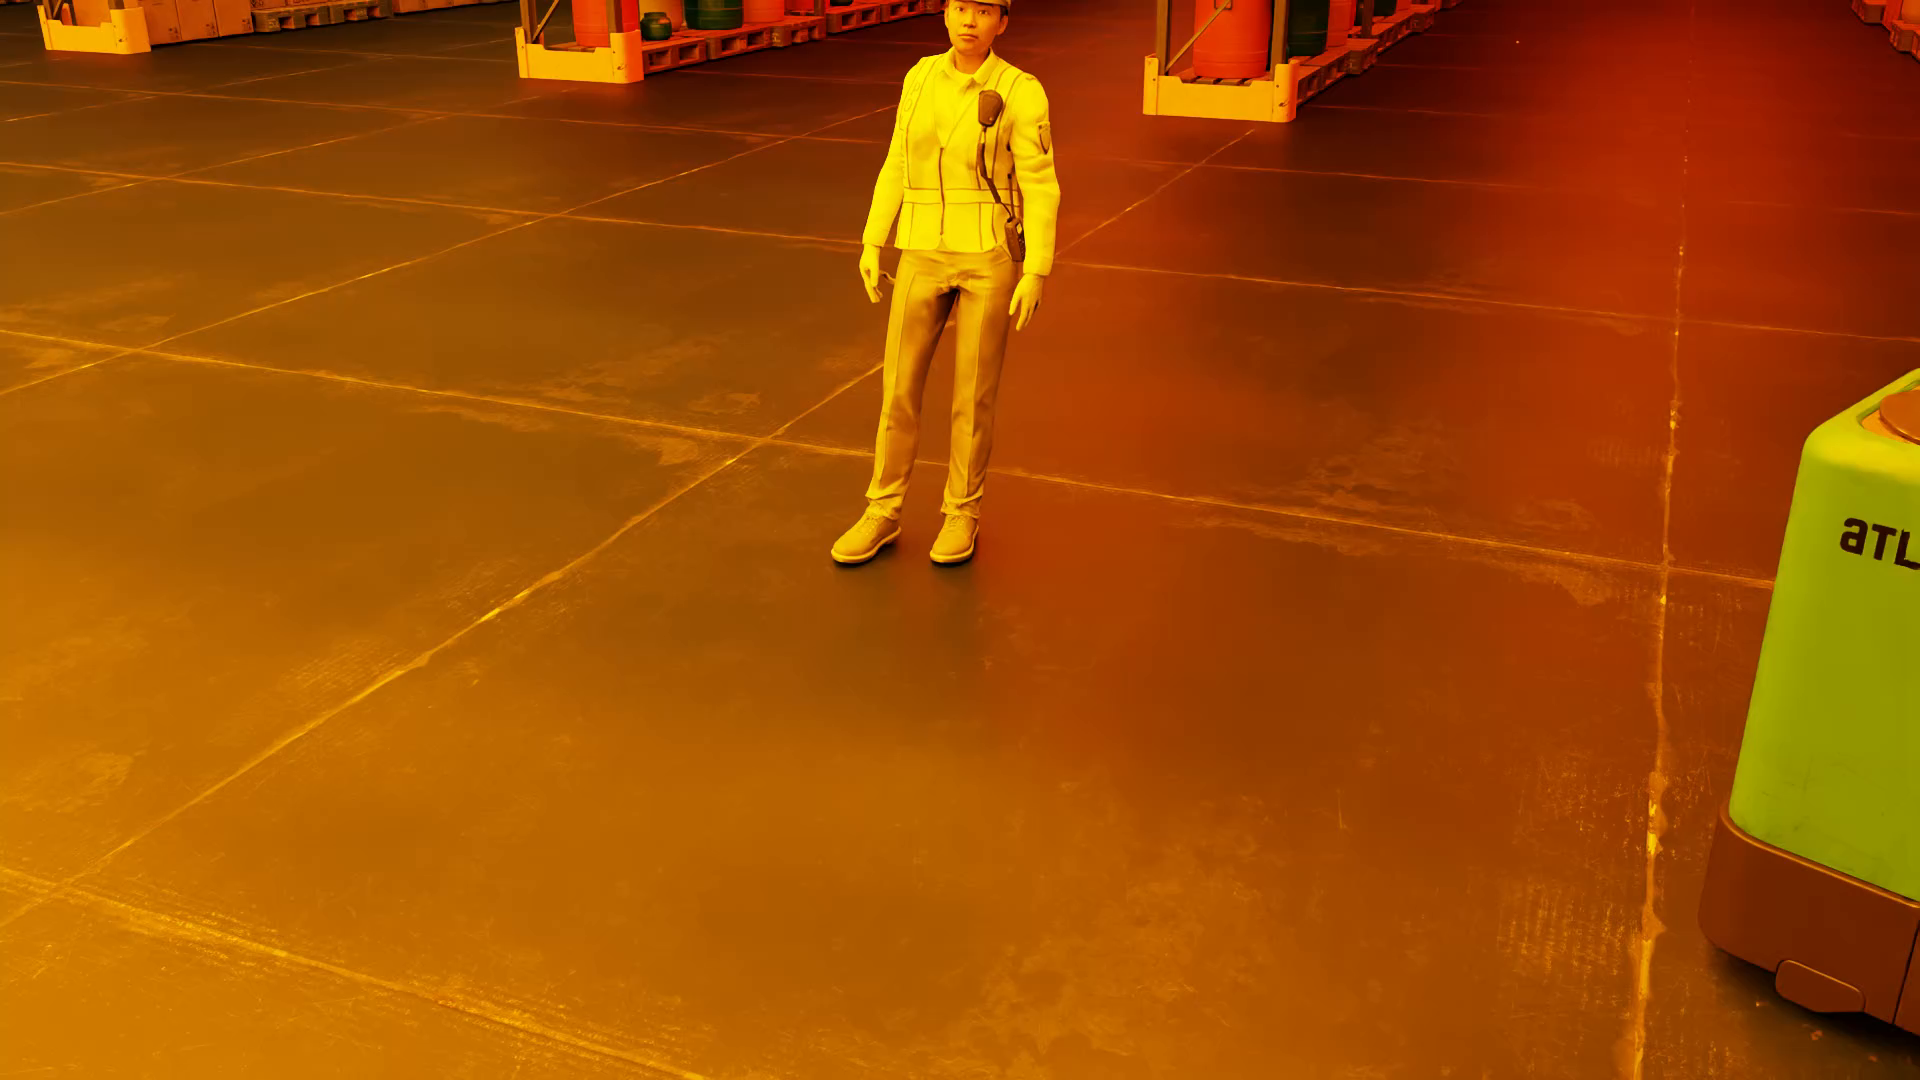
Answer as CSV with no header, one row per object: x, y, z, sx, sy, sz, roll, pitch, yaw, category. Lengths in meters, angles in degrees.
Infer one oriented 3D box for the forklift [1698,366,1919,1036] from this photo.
2.789,-0.271,1.940,1.130,2.935,3.031,-21,30,-40,forklift

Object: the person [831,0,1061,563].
-0.032,-0.766,4.709,0.588,1.696,0.533,9,24,21,person
